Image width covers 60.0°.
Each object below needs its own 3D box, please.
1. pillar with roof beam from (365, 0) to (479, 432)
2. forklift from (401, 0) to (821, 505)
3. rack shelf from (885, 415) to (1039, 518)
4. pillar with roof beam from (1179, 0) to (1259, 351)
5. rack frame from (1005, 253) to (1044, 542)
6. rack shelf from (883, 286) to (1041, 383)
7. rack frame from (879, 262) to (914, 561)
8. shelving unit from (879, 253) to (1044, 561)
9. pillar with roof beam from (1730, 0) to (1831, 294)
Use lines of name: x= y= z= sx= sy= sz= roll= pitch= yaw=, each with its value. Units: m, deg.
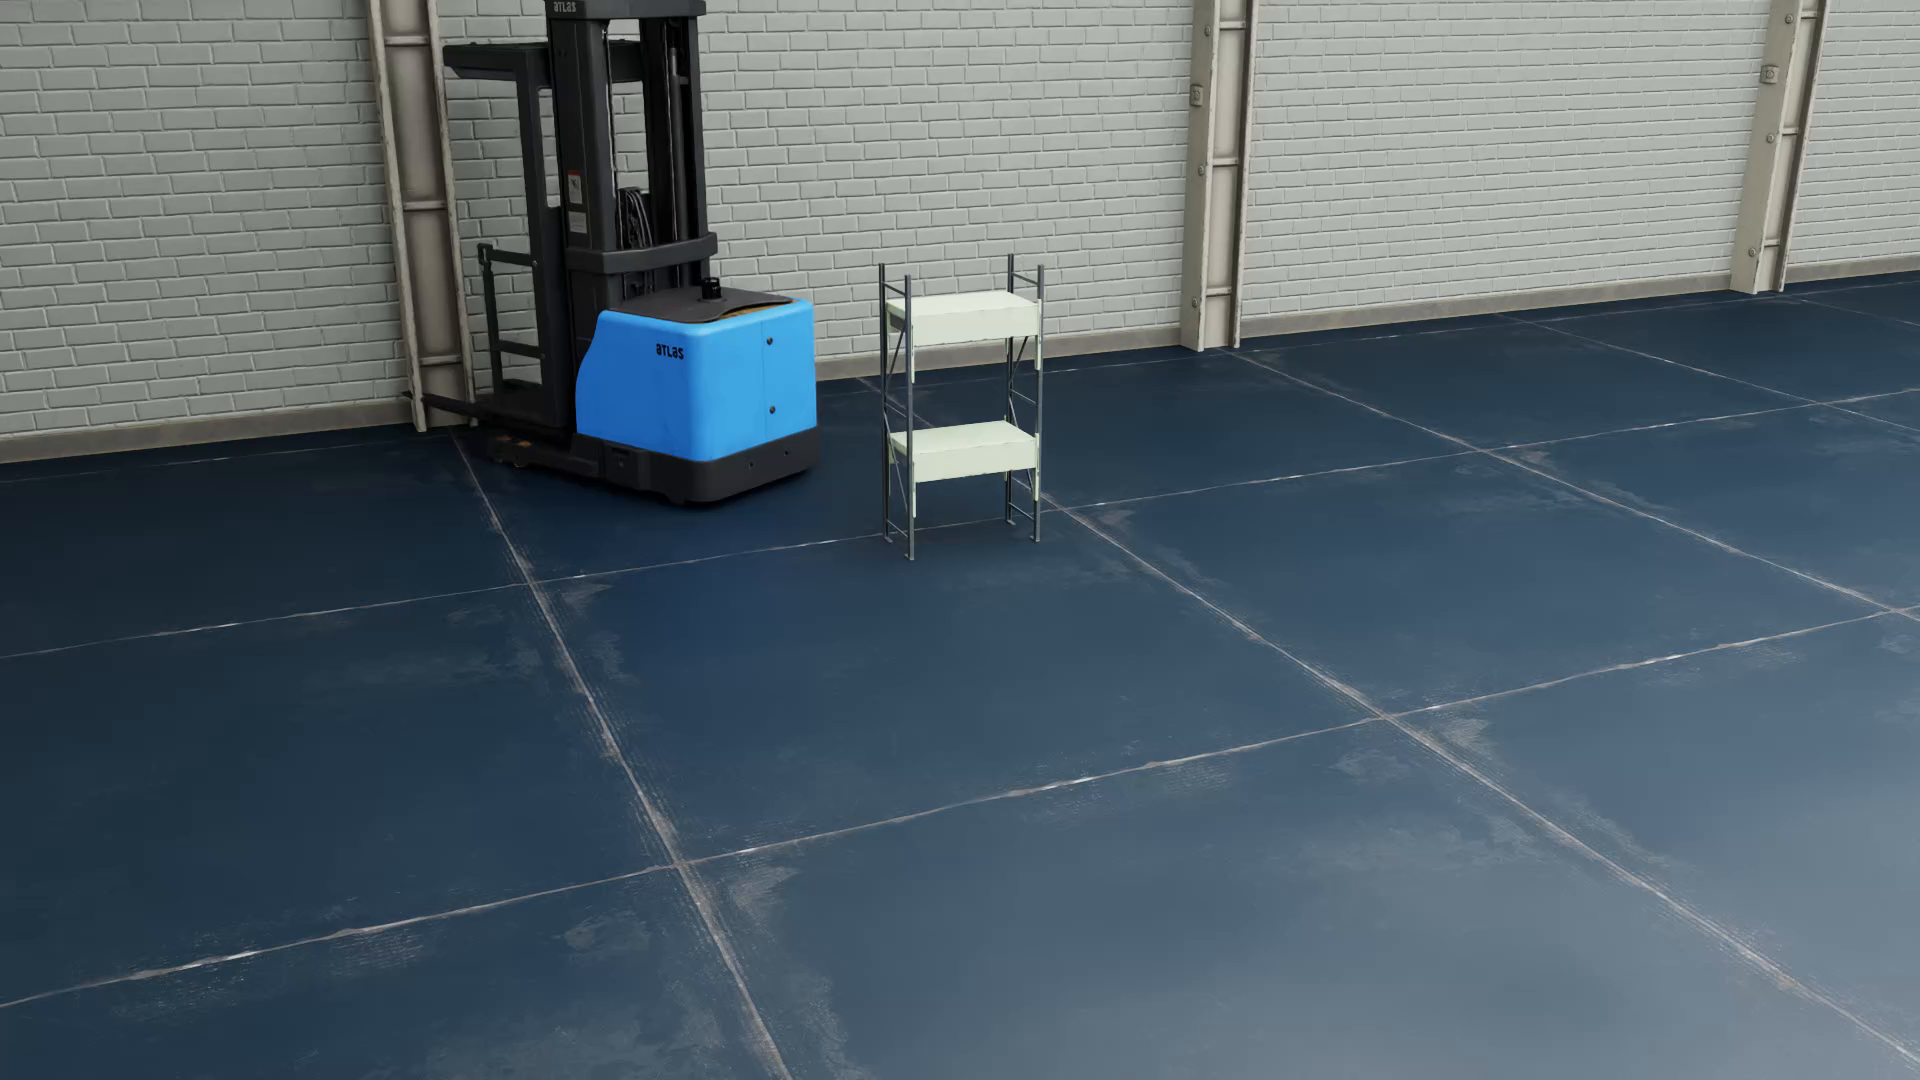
pillar with roof beam: x=-1.781 y=-3.724 z=6.048 sx=0.400 sy=9.000 sz=9.100 roll=-8 pitch=21 yaw=-22
forklift: x=-2.337 y=-1.951 z=10.150 sx=3.031 sy=2.935 sz=1.130 roll=14 pitch=24 yaw=34
rack shelf: x=0.006 y=-0.401 z=8.884 sx=0.720 sy=0.370 sz=0.431 roll=-8 pitch=21 yaw=-22
pillar with roof beam: x=3.728 y=-4.513 z=8.290 sx=0.400 sy=9.000 sz=9.100 roll=-8 pitch=21 yaw=-22
rack frame: x=0.342 y=-0.756 z=8.912 sx=0.023 sy=1.500 sz=0.400 roll=-8 pitch=21 yaw=-22
rack shelf: x=0.006 y=-1.076 z=8.646 sx=0.720 sy=0.370 sz=0.431 roll=-8 pitch=21 yaw=-22
rack frame: x=-0.330 y=-0.660 z=8.639 sx=0.023 sy=1.500 sz=0.400 roll=-8 pitch=21 yaw=-22
shelving unit: x=0.006 y=-0.708 z=8.775 sx=0.755 sy=1.500 sz=0.431 roll=-8 pitch=21 yaw=-22
pillar with roof beam: x=9.238 y=-5.302 z=10.532 sx=0.400 sy=9.000 sz=9.100 roll=-8 pitch=21 yaw=-22
